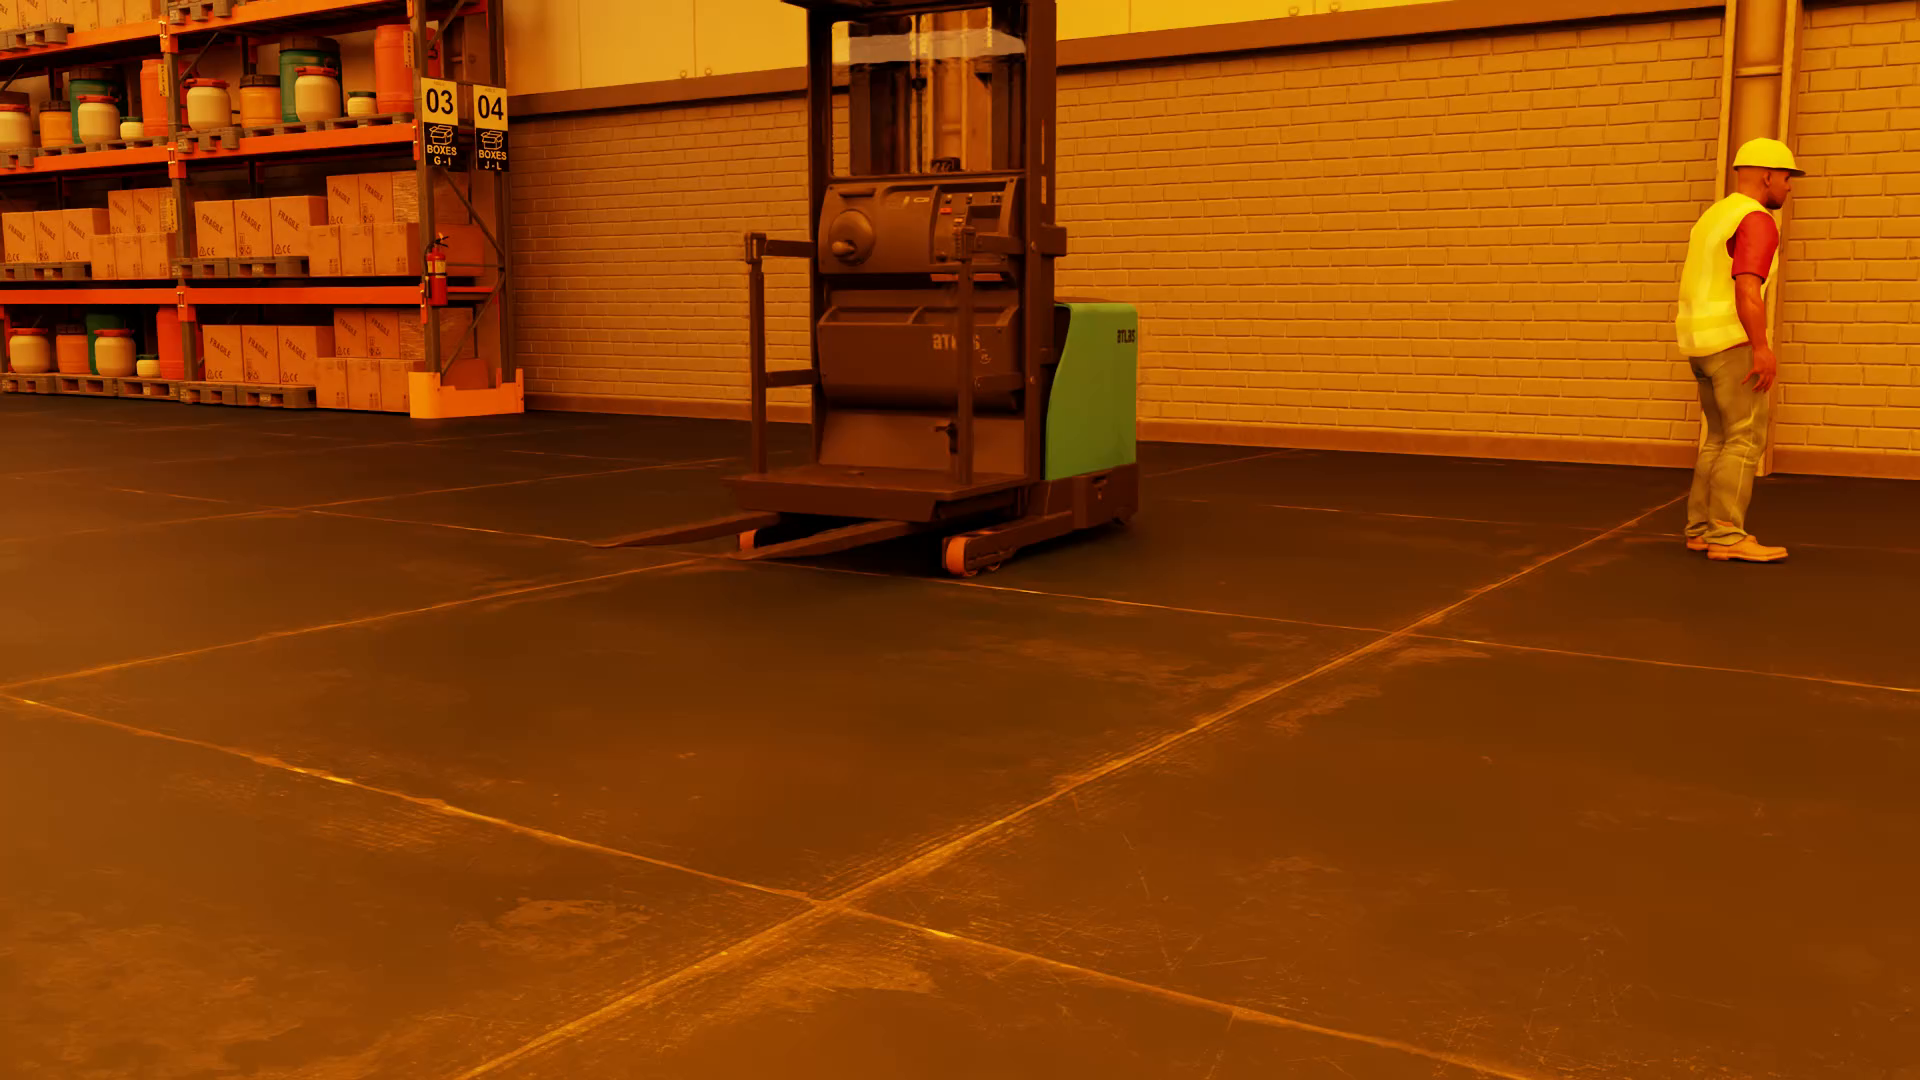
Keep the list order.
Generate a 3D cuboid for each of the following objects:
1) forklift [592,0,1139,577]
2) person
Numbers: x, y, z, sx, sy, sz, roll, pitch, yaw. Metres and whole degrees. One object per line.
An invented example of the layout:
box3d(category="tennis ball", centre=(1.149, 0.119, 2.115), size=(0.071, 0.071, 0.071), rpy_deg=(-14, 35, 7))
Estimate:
box3d(category="forklift", centre=(-0.286, -1.375, 6.861), size=(1.130, 2.935, 3.031), rpy_deg=(4, 9, 28))
box3d(category="person", centre=(3.304, -0.810, 7.067), size=(0.463, 1.759, 0.626), rpy_deg=(1, 8, 7))
